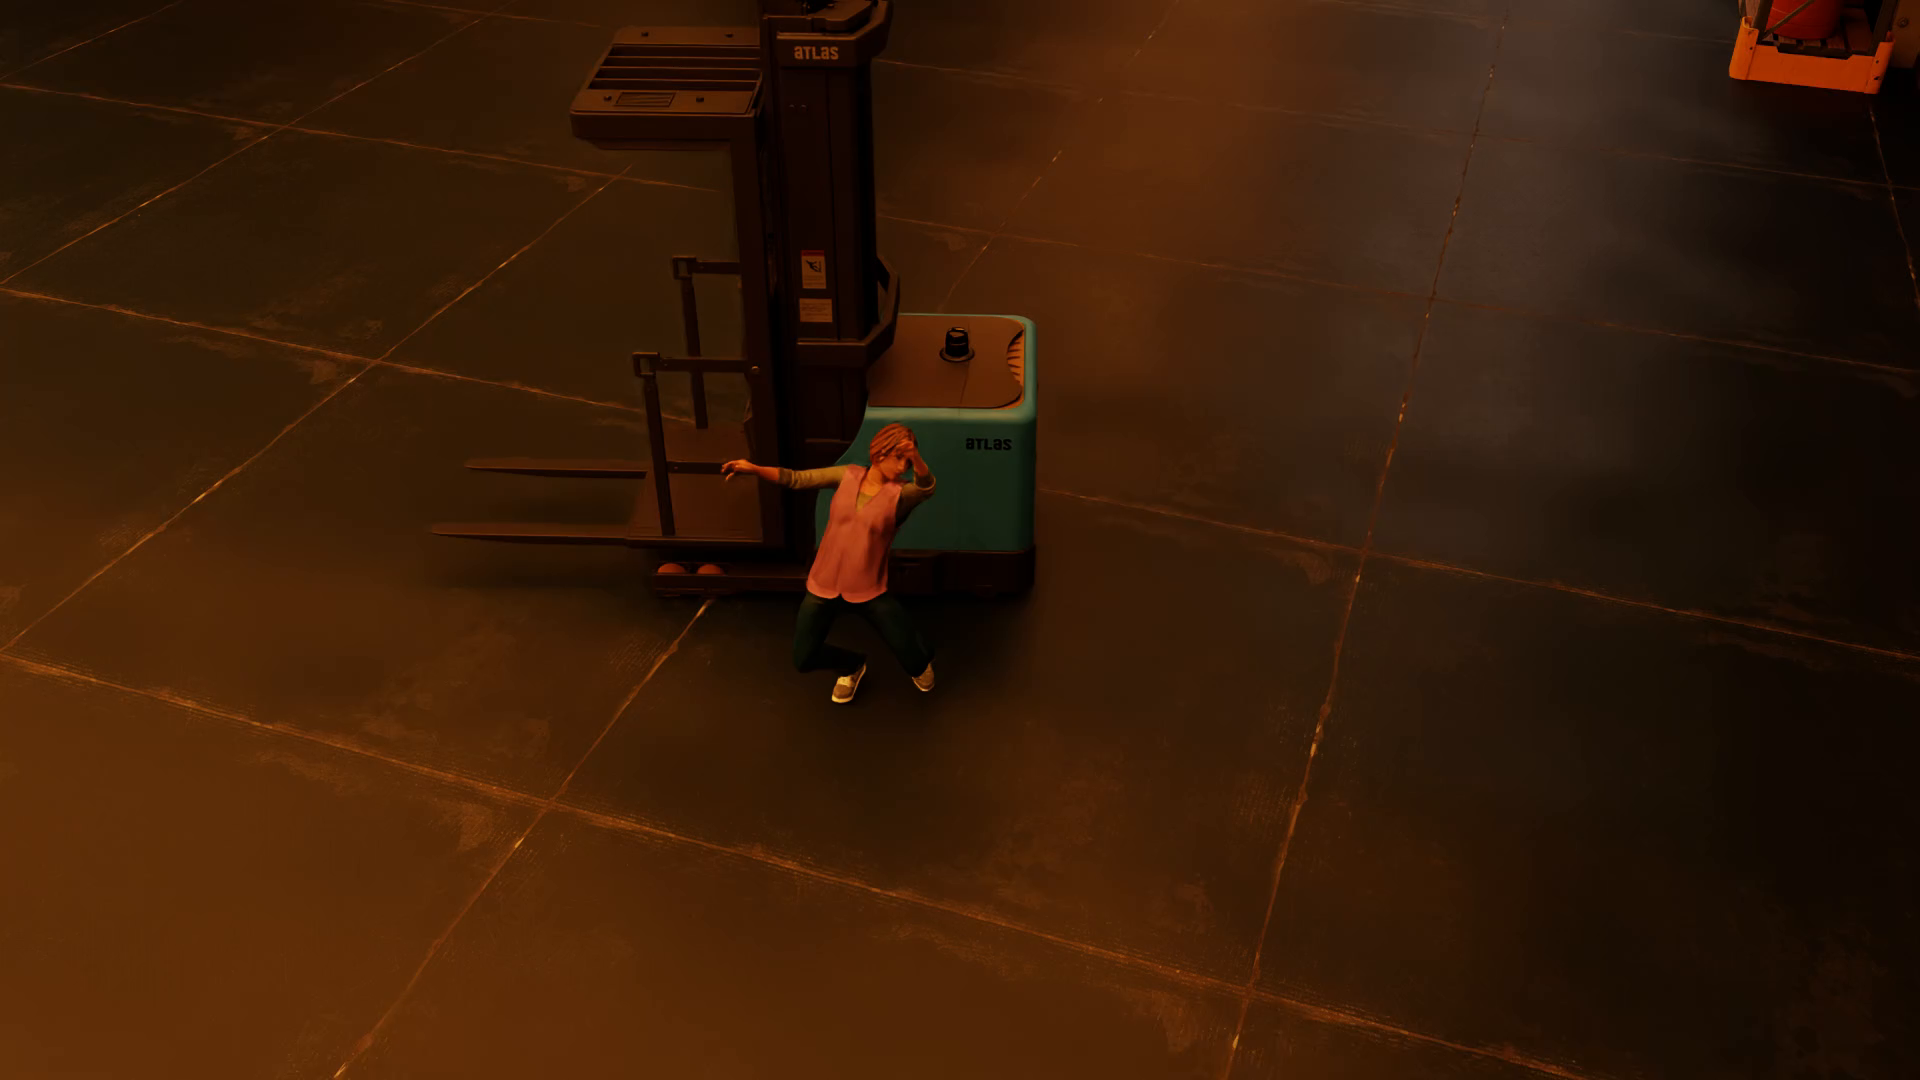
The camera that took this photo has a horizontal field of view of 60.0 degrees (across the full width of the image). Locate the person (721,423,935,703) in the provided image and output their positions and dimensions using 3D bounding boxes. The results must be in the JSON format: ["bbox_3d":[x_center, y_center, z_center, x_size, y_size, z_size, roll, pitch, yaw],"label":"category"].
[{"bbox_3d":[-0.514,0.068,7.215,0.862,1.515,0.607,6,36,8],"label":"person"}]

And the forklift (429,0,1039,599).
[{"bbox_3d":[-1.129,-1.212,7.821,3.031,2.935,1.130,1,35,2],"label":"forklift"}]
